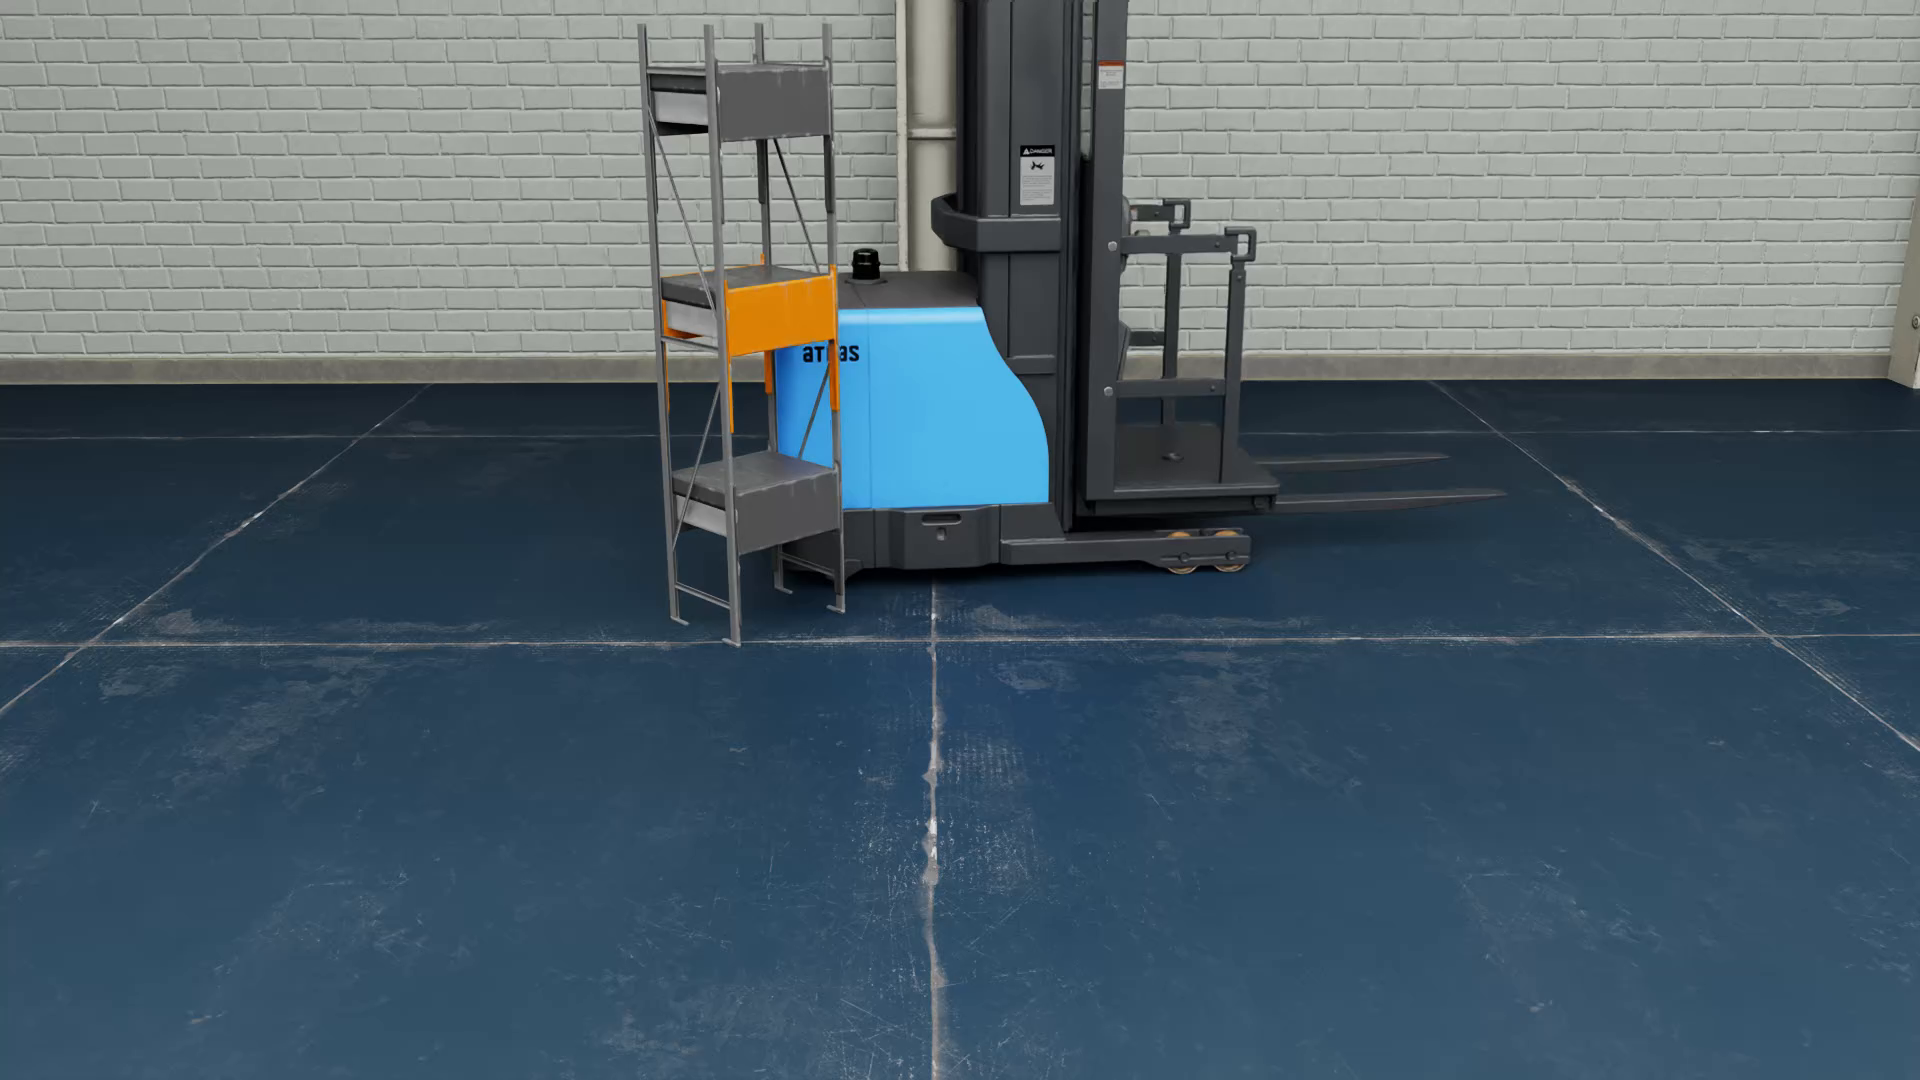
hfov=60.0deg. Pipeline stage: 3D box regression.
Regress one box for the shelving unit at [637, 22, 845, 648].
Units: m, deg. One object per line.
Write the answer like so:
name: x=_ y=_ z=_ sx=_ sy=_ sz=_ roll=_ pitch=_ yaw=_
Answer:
shelving unit: x=-0.747 y=-0.715 z=5.840 sx=0.503 sy=2.100 sz=0.431 roll=-17 pitch=24 yaw=-42

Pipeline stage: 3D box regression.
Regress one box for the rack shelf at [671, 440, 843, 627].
rack shelf: x=-0.747 y=-0.036 z=6.058 sx=0.480 sy=0.518 sz=0.431 roll=-17 pitch=24 yaw=-42

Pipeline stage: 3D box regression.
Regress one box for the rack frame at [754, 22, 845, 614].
rack frame: x=-0.573 y=-0.768 z=6.004 sx=0.015 sy=2.100 sz=0.400 roll=-17 pitch=24 yaw=-42

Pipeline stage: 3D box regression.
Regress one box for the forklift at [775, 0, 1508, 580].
forklift: x=0.734 y=-1.417 z=6.667 sx=3.031 sy=2.935 sz=1.130 roll=-2 pitch=18 yaw=-7

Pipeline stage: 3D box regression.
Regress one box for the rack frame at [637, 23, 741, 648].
rack frame: x=-0.920 y=-0.663 z=5.676 sx=0.015 sy=2.100 sz=0.400 roll=-17 pitch=24 yaw=-42

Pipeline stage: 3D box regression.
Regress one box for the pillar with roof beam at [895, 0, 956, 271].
pillar with roof beam: x=-0.092 y=-3.889 z=4.437 sx=0.400 sy=9.000 sz=9.100 roll=0 pitch=18 yaw=-1

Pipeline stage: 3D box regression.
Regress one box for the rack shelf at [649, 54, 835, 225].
rack shelf: x=-0.747 y=-1.369 z=5.630 sx=0.480 sy=0.518 sz=0.431 roll=-17 pitch=24 yaw=-42

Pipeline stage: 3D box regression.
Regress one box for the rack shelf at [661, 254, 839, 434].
rack shelf: x=-0.747 y=-0.702 z=5.844 sx=0.480 sy=0.518 sz=0.431 roll=-17 pitch=24 yaw=-42

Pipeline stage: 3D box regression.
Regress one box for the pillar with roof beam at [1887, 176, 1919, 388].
pillar with roof beam: x=5.907 y=-3.918 z=4.528 sx=0.400 sy=9.000 sz=9.100 roll=0 pitch=18 yaw=-1
